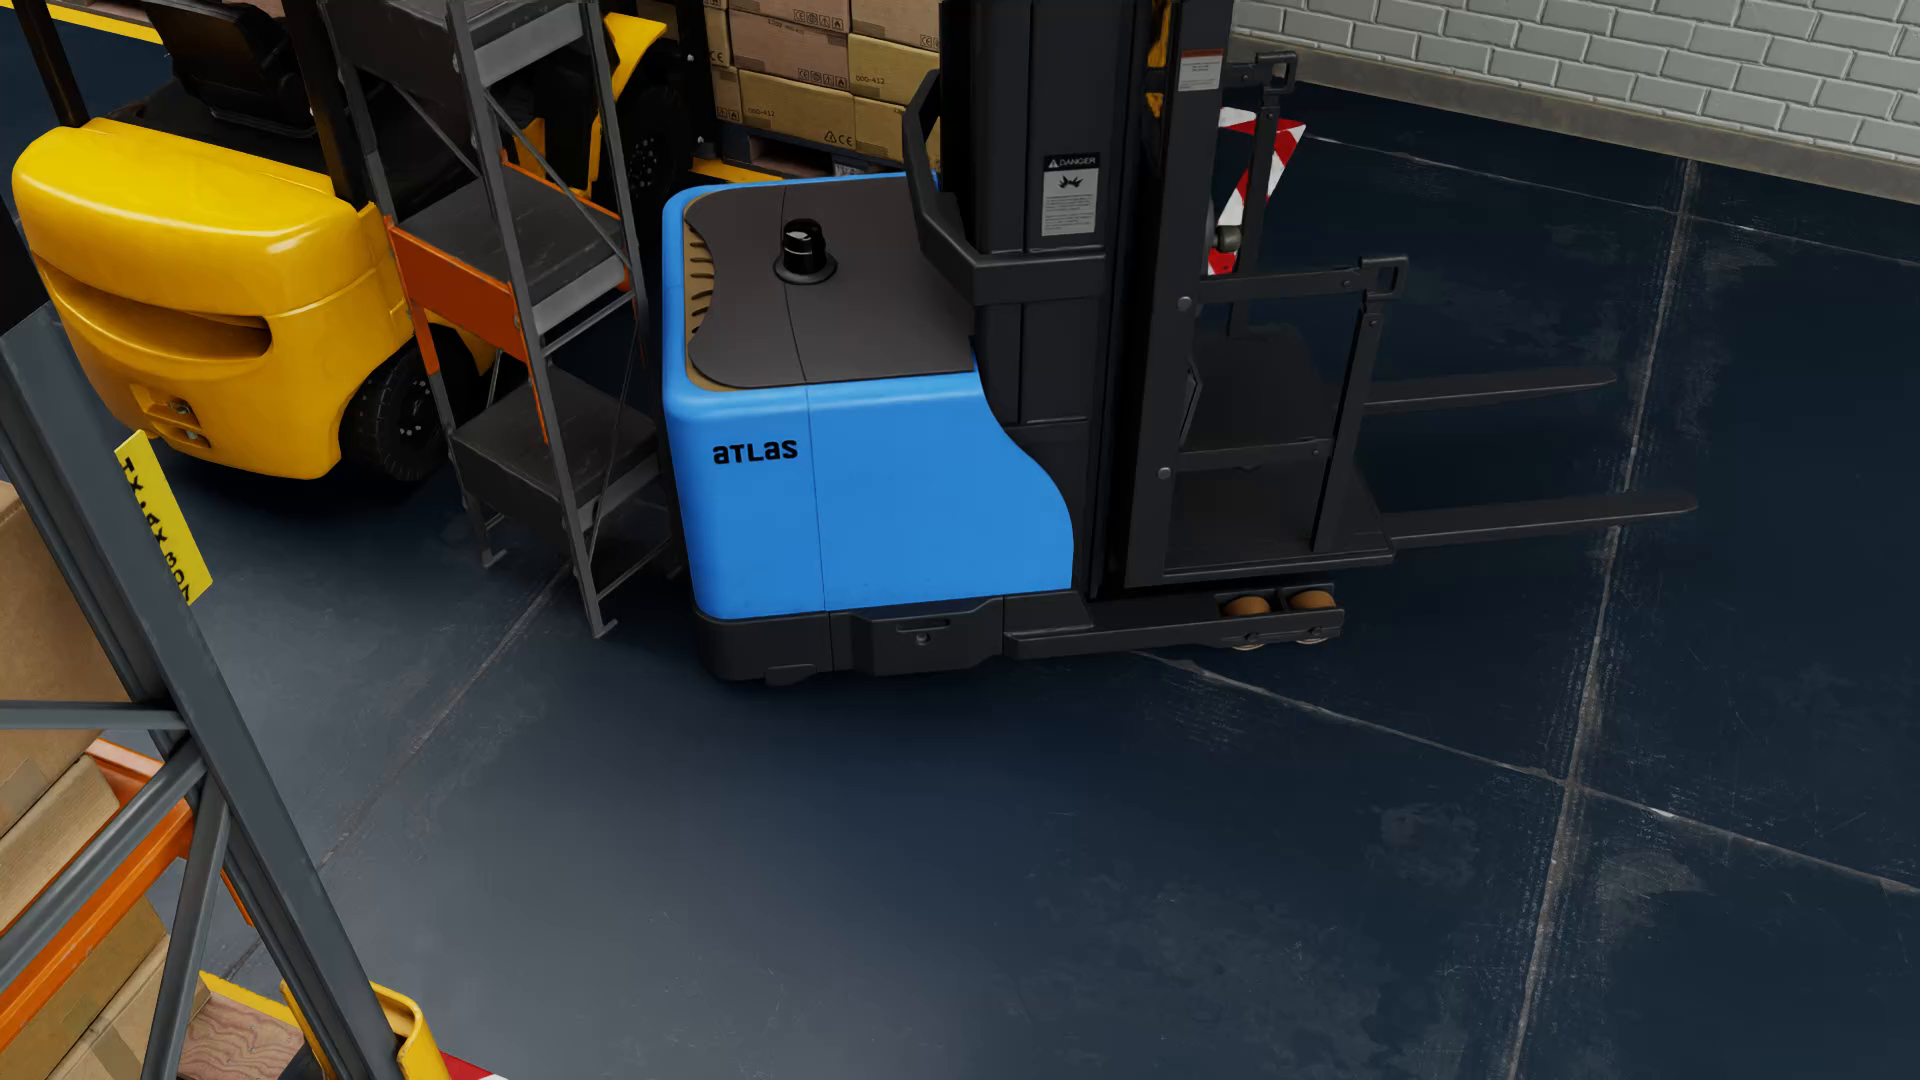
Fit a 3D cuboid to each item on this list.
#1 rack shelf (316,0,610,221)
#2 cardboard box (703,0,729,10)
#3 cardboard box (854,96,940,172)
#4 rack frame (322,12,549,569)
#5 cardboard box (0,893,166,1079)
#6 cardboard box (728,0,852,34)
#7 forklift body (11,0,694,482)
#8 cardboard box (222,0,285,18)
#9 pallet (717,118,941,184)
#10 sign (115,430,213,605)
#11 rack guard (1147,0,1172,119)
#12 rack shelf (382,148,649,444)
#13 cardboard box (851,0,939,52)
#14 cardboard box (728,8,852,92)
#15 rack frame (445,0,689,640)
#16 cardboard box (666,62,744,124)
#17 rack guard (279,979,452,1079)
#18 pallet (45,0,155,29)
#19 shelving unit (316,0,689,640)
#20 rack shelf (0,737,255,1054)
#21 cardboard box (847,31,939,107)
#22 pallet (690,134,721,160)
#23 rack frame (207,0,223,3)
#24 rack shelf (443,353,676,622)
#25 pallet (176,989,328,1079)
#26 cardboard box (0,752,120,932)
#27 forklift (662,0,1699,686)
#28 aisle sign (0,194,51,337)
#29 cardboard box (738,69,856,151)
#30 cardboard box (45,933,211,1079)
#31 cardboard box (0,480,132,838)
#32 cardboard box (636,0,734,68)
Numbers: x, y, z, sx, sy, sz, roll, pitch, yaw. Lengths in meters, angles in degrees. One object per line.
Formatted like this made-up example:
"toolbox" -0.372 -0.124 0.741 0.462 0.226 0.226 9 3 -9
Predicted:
"rack shelf" -1.160 -1.151 3.945 0.480 0.518 0.431 28 51 25
"cardboard box" -1.011 -2.304 6.382 0.500 0.250 0.500 17 47 16
"cardboard box" -0.078 -1.684 6.467 0.500 0.250 0.500 17 47 16
"rack frame" -1.355 -0.768 4.533 0.015 2.100 0.400 28 51 25
"cardboard box" -2.091 0.799 3.440 0.500 0.500 0.500 15 47 15
"cardboard box" -0.541 -2.173 6.250 0.500 0.250 0.500 17 47 17
"forklift body" -1.975 -1.614 5.348 1.214 2.155 2.313 16 47 16
"cardboard box" -2.895 -2.501 7.289 0.500 0.250 0.500 17 47 16
"pallet" -0.245 -1.780 6.889 1.213 0.211 1.003 16 47 16
"sign" -1.222 -0.016 2.525 0.005 0.325 0.100 16 47 16
"rack guard" 0.499 -1.695 6.599 0.348 0.500 1.175 16 47 16
"rack shelf" -1.160 -0.655 4.439 0.480 0.518 0.431 28 51 25
"cardboard box" -0.068 -2.038 6.115 0.500 0.250 0.500 18 48 17
"cardboard box" -0.551 -2.011 6.442 0.500 0.250 0.500 16 47 15
"rack frame" -0.966 -0.560 4.324 0.015 2.100 0.400 28 51 25
"cardboard box" -0.992 -1.967 6.752 0.500 0.250 0.500 17 47 16
"rack guard" -1.500 1.510 3.378 0.348 0.500 1.175 16 47 16
"pallet" -3.909 -2.860 7.975 1.213 0.211 1.003 16 47 16
"shelving unit" -1.160 -0.664 4.429 0.503 2.100 0.431 28 51 25
"rack shelf" -3.276 0.356 3.275 4.000 0.370 1.077 16 47 16
"cardboard box" -0.092 -1.868 6.298 0.500 0.250 0.500 16 47 15
"pallet" -1.367 -2.112 7.223 1.213 0.211 1.003 16 47 16
"rack frame" -3.214 -3.674 6.816 0.127 3.000 1.000 16 47 16
"rack shelf" -1.160 -0.158 4.932 0.480 0.518 0.431 28 51 25
"pallet" -2.237 1.369 3.725 1.213 0.211 1.003 16 47 16
"cardboard box" -1.664 0.506 2.793 0.250 0.149 0.380 17 47 16
"forklift" 0.697 -1.080 4.258 3.031 2.935 1.130 -5 45 -5
"aisle sign" -1.254 -0.462 1.745 0.004 0.787 0.394 16 47 16
"cardboard box" -0.533 -1.825 6.609 0.500 0.250 0.500 16 47 16
"cardboard box" -2.068 1.071 3.699 0.500 0.250 0.500 16 47 16
"cardboard box" -1.761 0.194 2.646 0.500 0.500 0.500 16 47 15
"cardboard box" -1.036 -2.138 6.569 0.500 0.250 0.500 15 47 15
